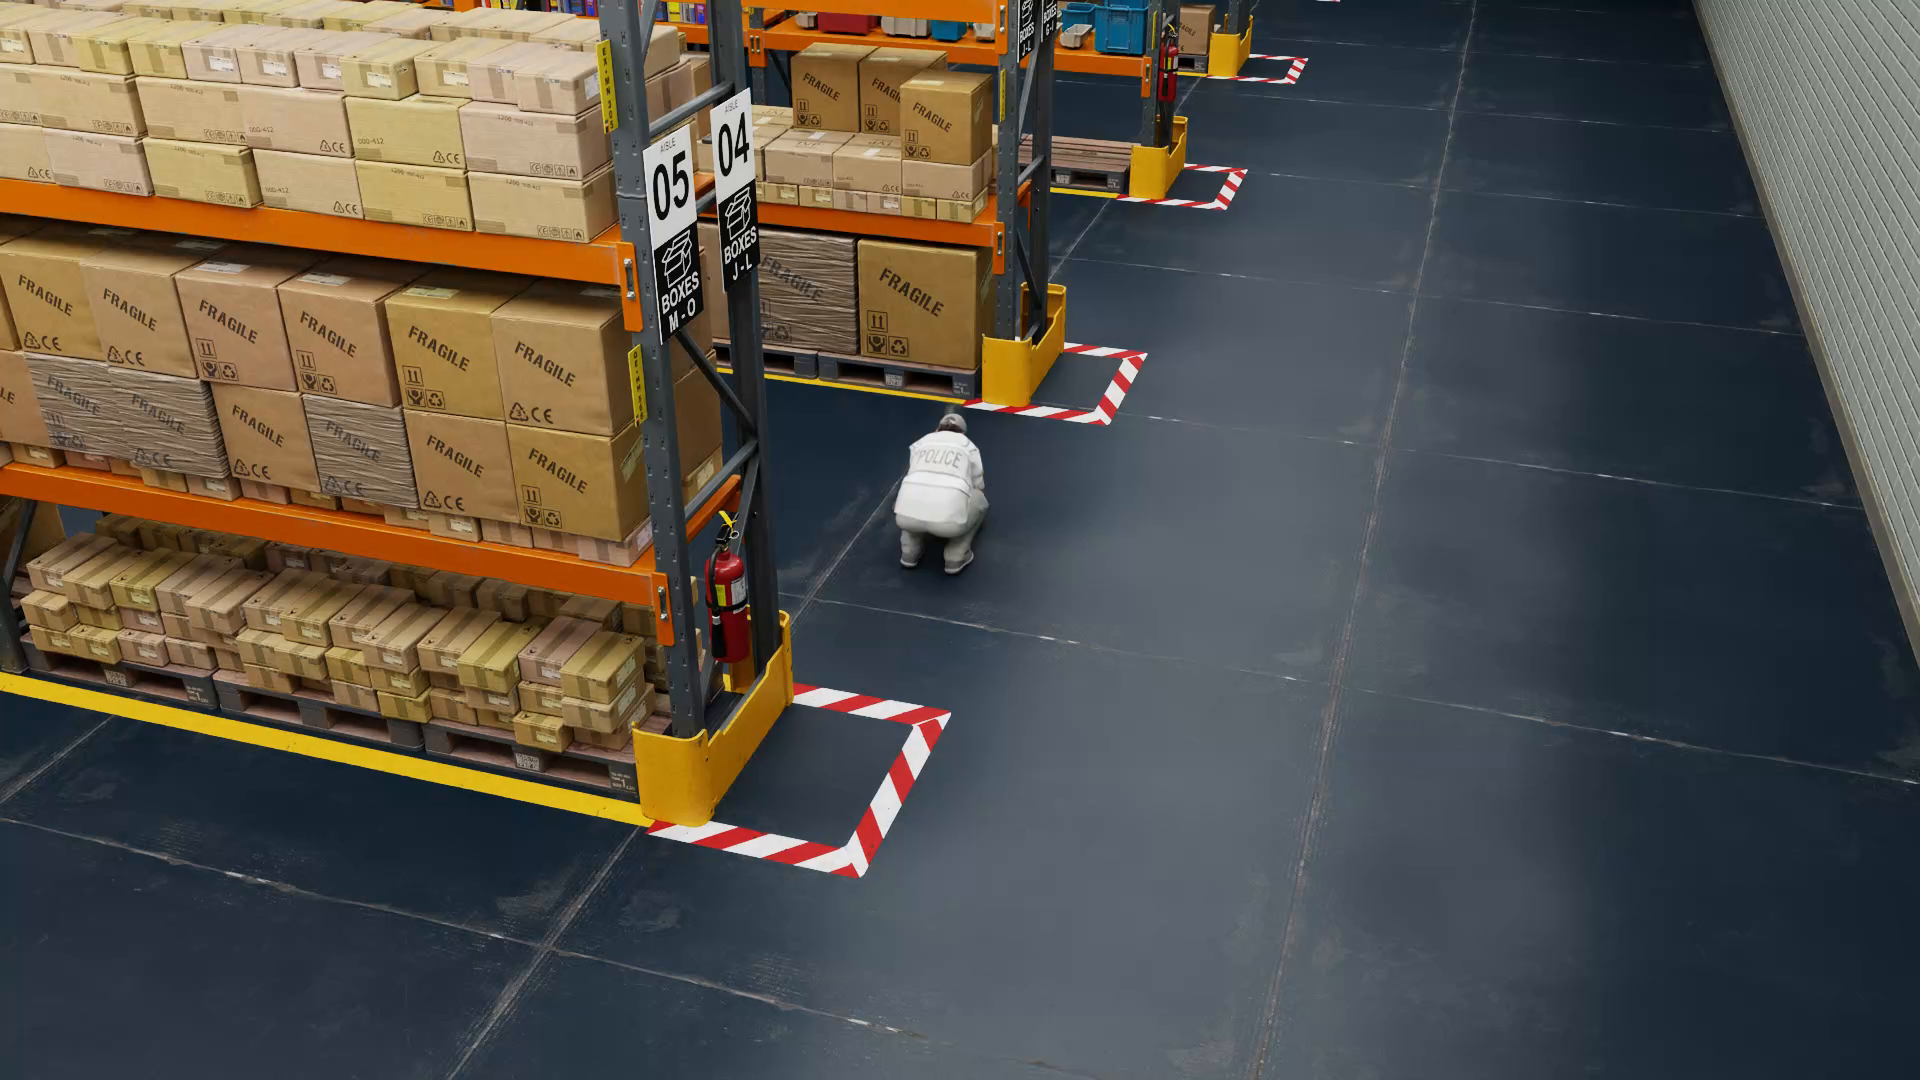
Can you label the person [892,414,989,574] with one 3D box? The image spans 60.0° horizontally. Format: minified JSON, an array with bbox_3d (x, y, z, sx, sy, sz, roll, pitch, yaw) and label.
[{"bbox_3d":[-0.107,-0.239,9.931,0.523,0.806,0.906,8,30,14],"label":"person"}]
